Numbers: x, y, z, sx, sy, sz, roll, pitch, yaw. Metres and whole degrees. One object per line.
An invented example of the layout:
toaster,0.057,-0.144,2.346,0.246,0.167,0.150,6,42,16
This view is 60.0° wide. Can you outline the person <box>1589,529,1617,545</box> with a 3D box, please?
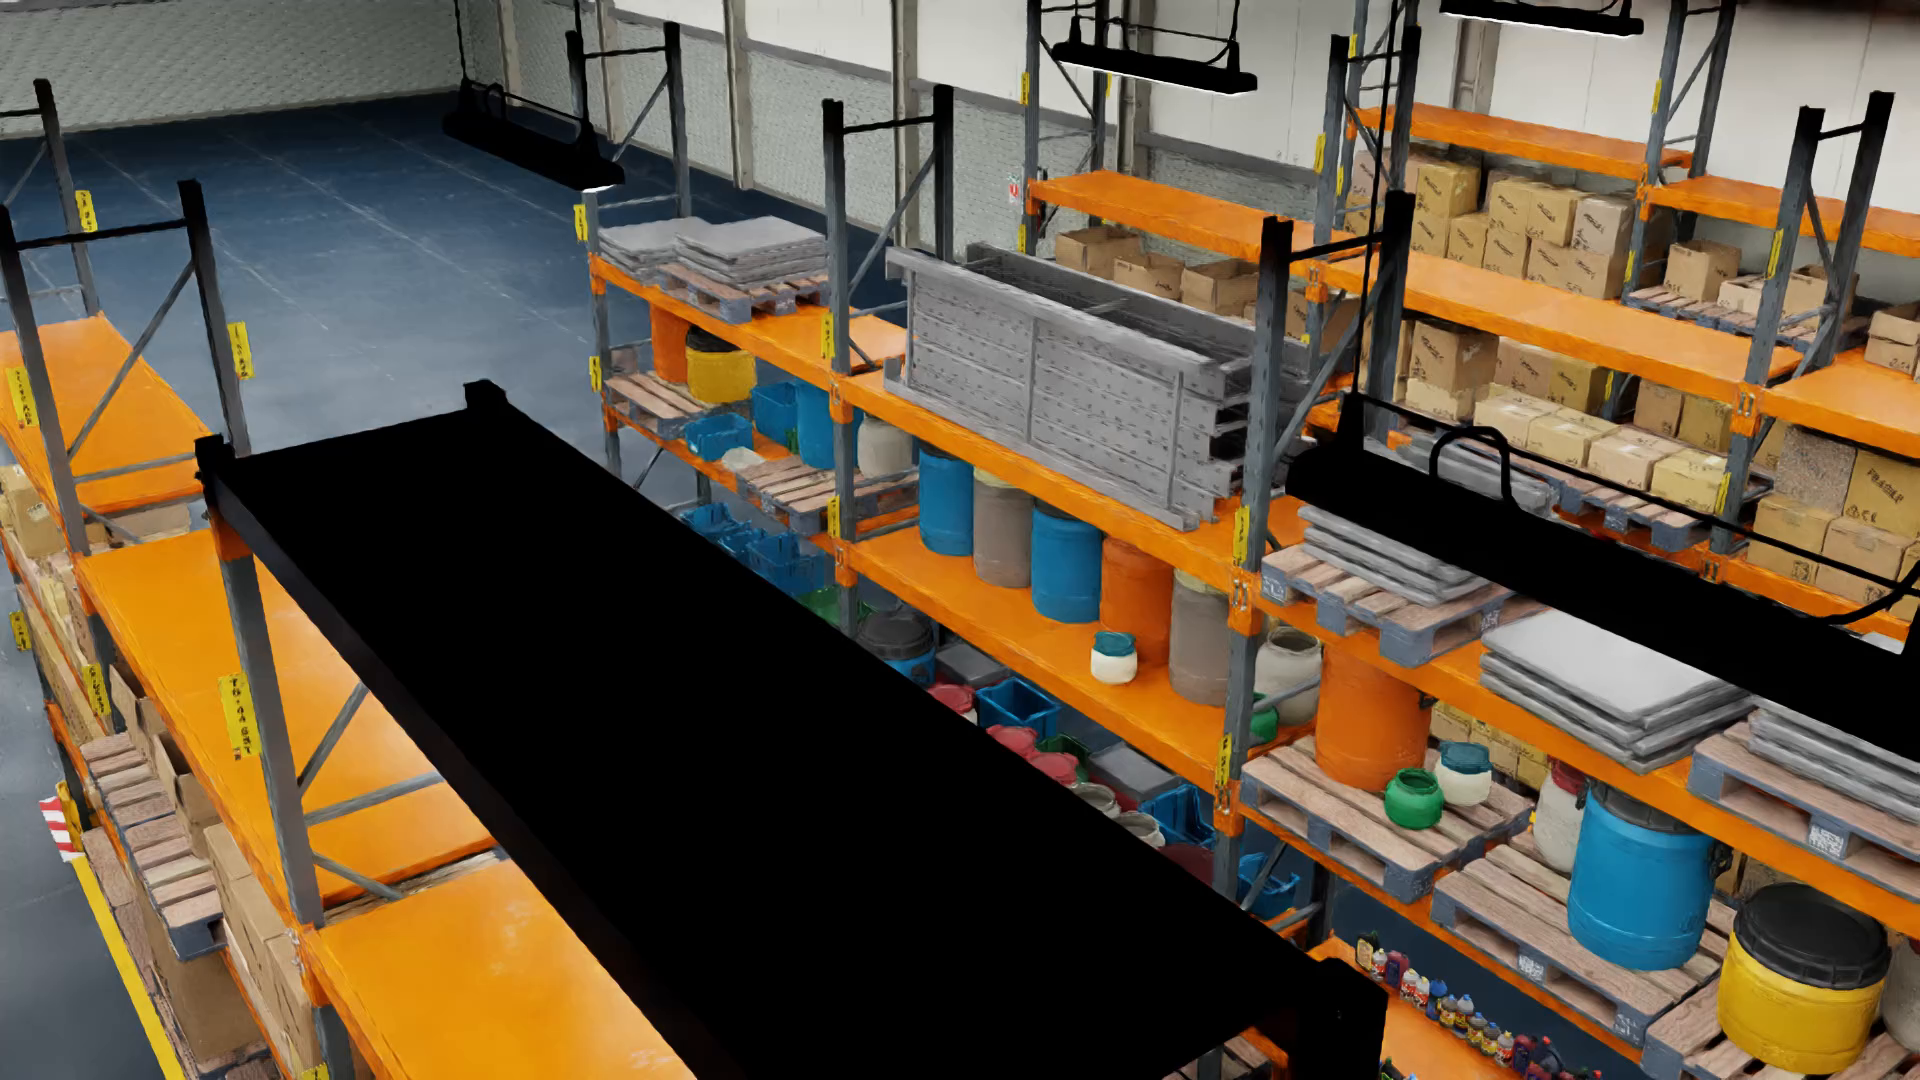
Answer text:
person,5.942,0.631,15.539,0.553,1.707,1.104,-16,29,-30
